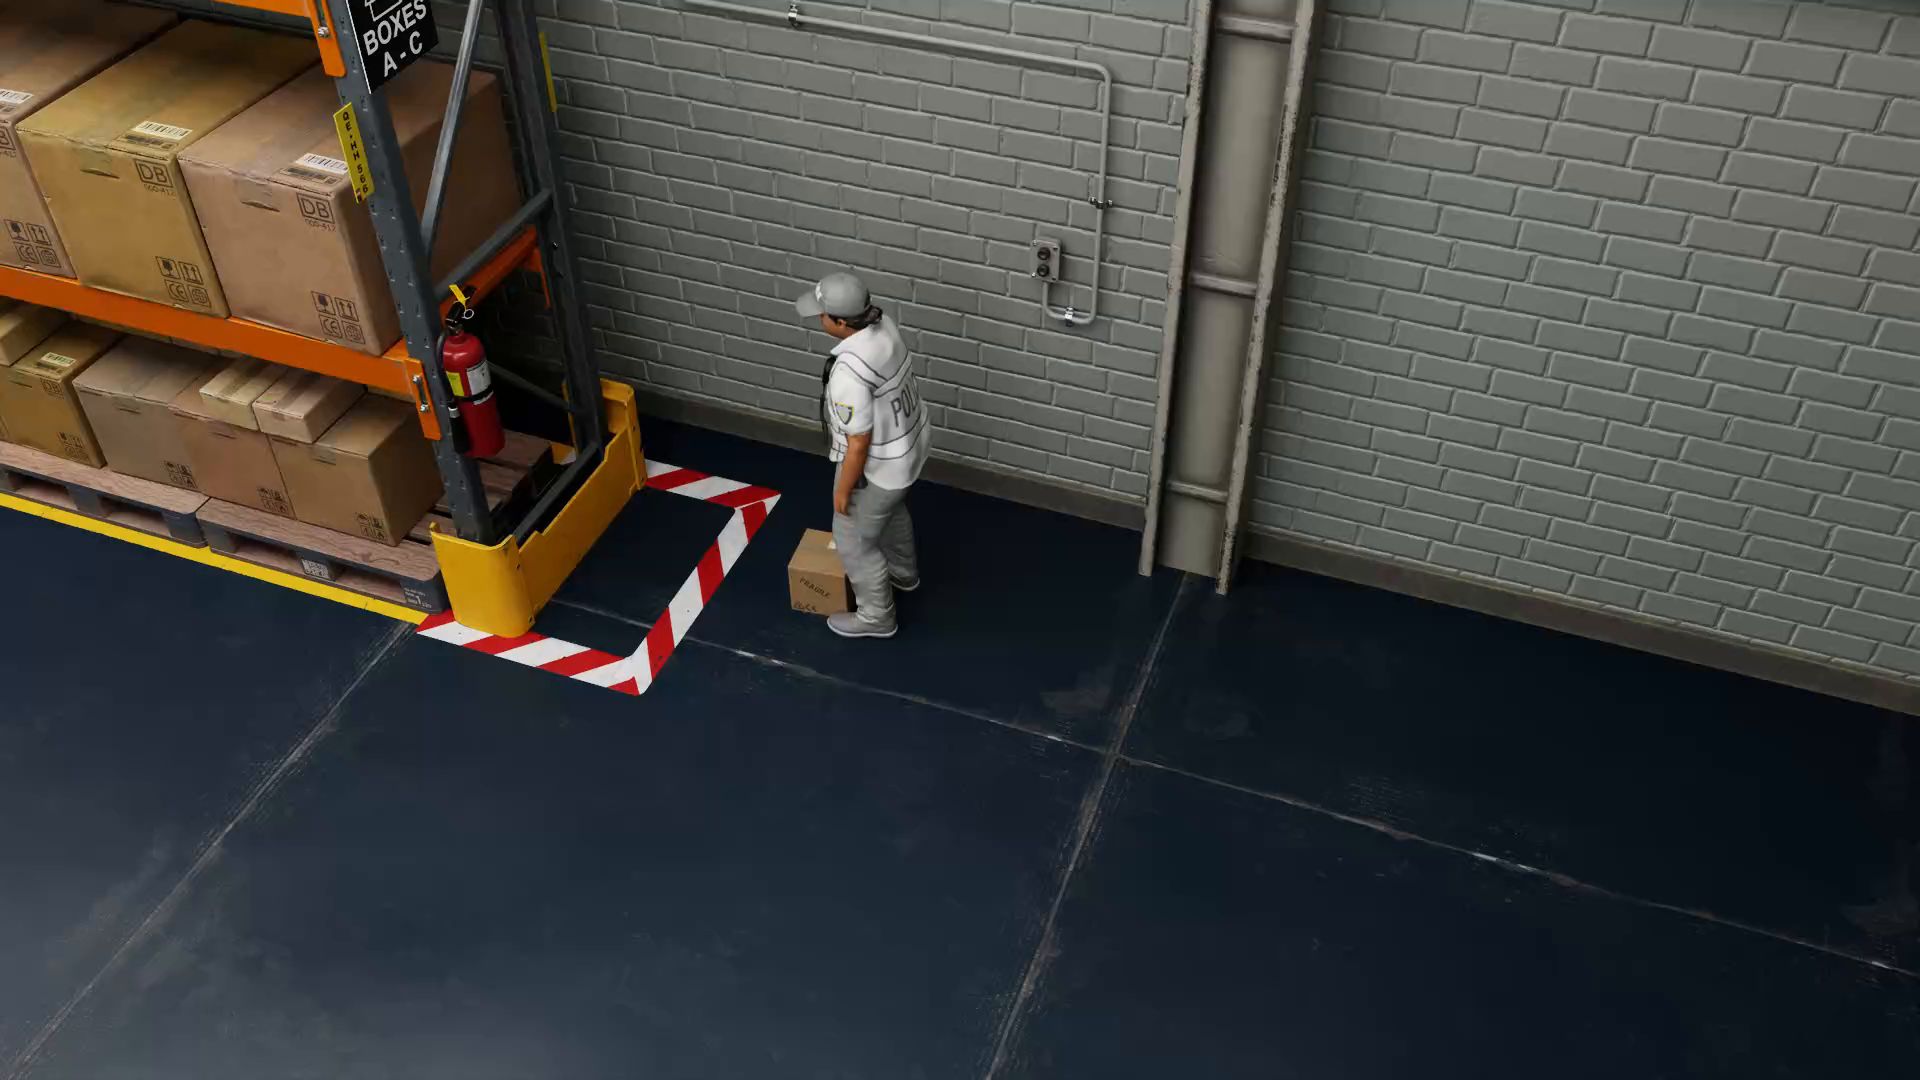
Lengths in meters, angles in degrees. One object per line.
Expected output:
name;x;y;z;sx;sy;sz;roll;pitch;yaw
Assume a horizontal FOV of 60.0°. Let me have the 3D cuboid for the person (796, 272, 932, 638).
person;-0.362;-0.333;6.527;0.471;1.666;0.554;13;43;14
